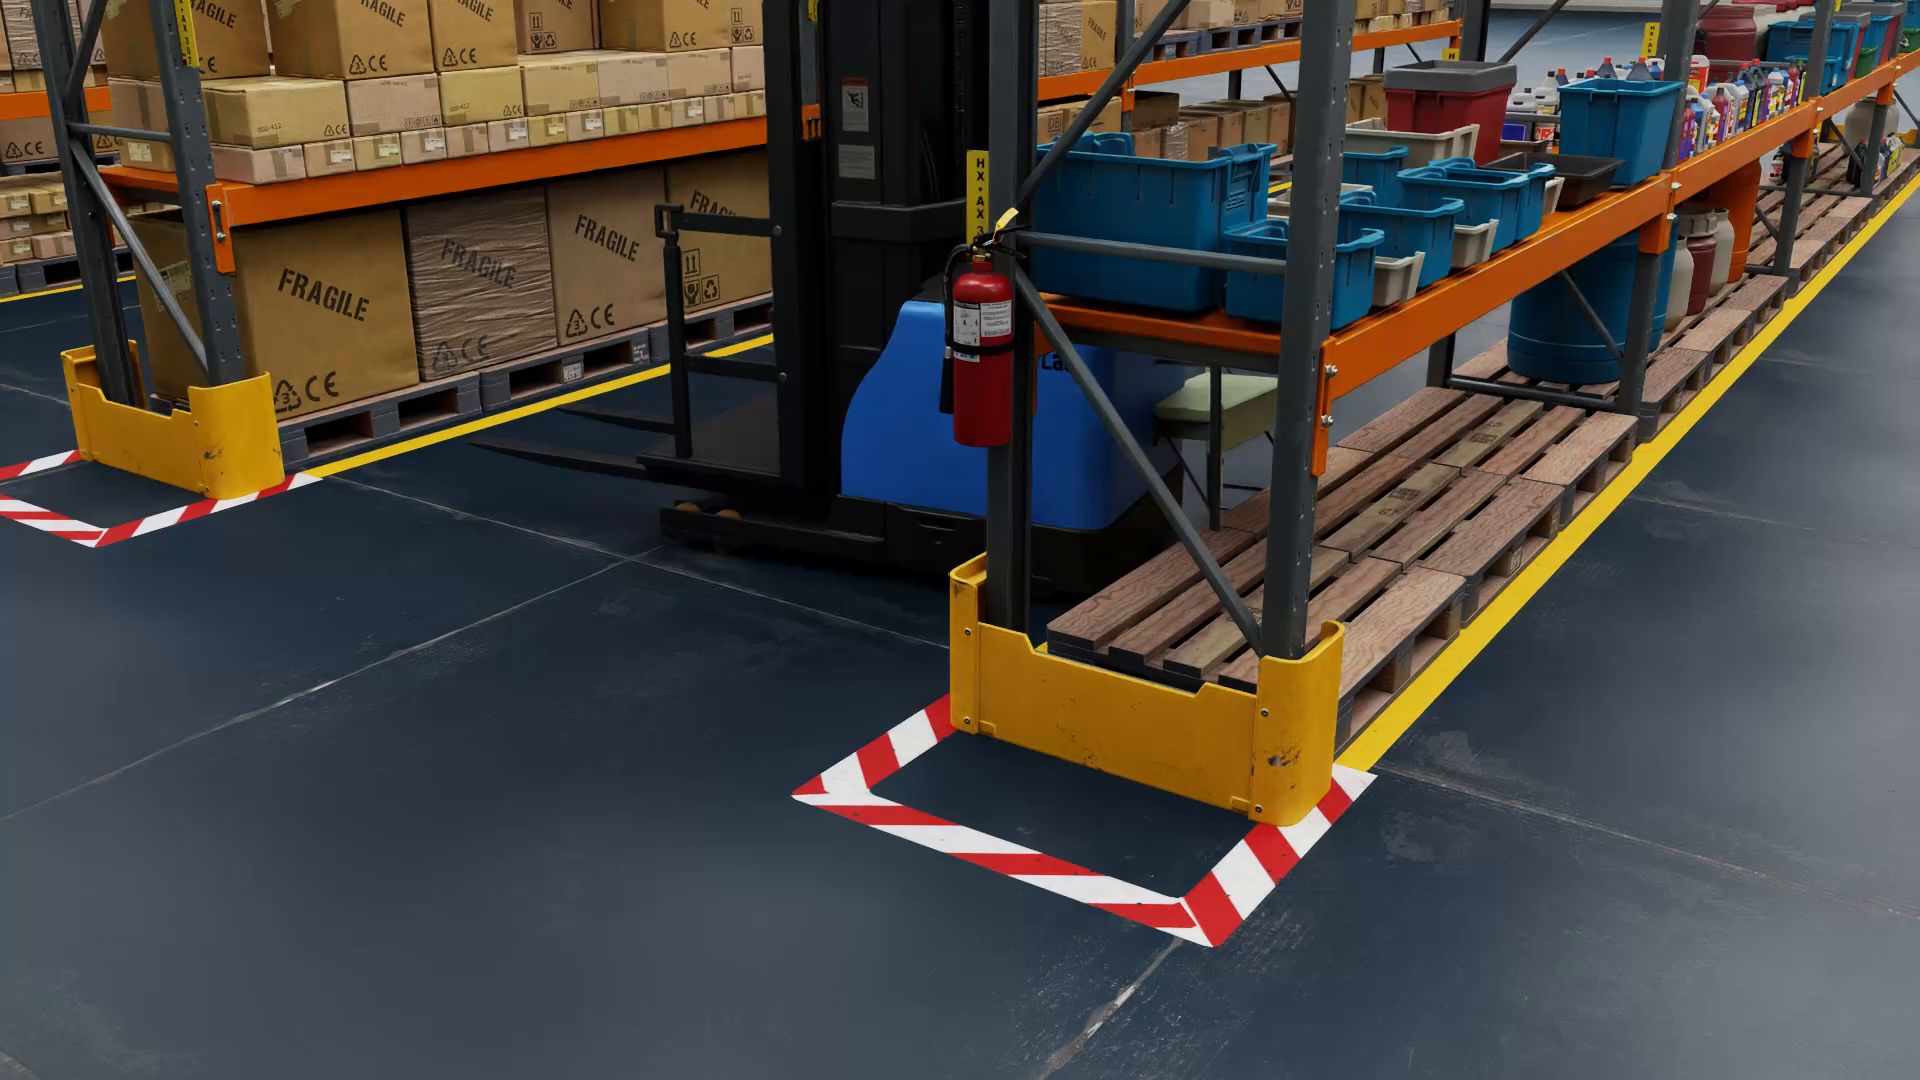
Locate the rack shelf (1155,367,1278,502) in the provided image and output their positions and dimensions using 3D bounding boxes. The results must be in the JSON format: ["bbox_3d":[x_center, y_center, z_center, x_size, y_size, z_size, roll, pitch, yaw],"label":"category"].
[{"bbox_3d":[1.002,-0.434,6.574,0.431,0.370,0.720,8,19,33],"label":"rack shelf"}]

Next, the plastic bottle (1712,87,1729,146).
[{"bbox_3d":[3.833,-2.144,8.406,0.061,0.283,0.133,13,24,32],"label":"plastic bottle"}]

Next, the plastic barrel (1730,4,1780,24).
[{"bbox_3d":[5.662,-3.580,11.958,0.421,0.512,0.421,0,20,0],"label":"plastic barrel"}]

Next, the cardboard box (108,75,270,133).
[{"bbox_3d":[-3.517,-2.000,7.636,0.500,0.250,0.500,13,24,31],"label":"cardboard box"}]

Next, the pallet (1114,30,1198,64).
[{"bbox_3d":[1.239,-4.171,13.994,1.213,0.211,1.003,13,24,32],"label":"pallet"}]

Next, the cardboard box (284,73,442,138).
[{"bbox_3d":[-2.790,-2.045,7.757,0.500,0.250,0.500,13,24,31],"label":"cardboard box"}]

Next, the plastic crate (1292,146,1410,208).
[{"bbox_3d":[1.468,-1.363,6.282,0.416,0.233,0.300,13,24,32],"label":"plastic crate"}]

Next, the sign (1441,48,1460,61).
[{"bbox_3d":[2.321,-2.160,7.881,0.100,0.325,0.005,13,24,32],"label":"sign"}]

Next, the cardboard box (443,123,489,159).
[{"bbox_3d":[-2.522,-1.955,8.089,0.380,0.149,0.250,13,24,31],"label":"cardboard box"}]

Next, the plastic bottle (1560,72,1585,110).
[{"bbox_3d":[3.140,-2.198,8.456,0.144,0.351,0.185,13,24,32],"label":"plastic bottle"}]

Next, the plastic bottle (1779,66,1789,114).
[{"bbox_3d":[4.829,-2.659,9.814,0.097,0.271,0.097,0,20,0],"label":"plastic bottle"}]

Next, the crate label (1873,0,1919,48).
[{"bbox_3d":[8.709,-4.801,15.369,0.502,0.435,0.616,13,24,32],"label":"crate label"}]

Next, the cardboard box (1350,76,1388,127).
[{"bbox_3d":[4.751,-5.002,18.961,0.500,0.500,0.500,-17,26,-38],"label":"cardboard box"}]

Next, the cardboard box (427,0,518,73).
[{"bbox_3d":[-2.510,-2.540,8.013,0.500,0.500,0.500,13,24,30],"label":"cardboard box"}]

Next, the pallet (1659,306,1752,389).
[{"bbox_3d":[3.928,-1.179,9.648,1.003,0.211,1.213,13,24,32],"label":"pallet"}]

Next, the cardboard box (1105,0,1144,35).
[{"bbox_3d":[1.197,-4.442,13.701,0.500,0.500,0.500,10,23,25],"label":"cardboard box"}]

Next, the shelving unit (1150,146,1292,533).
[{"bbox_3d":[0.990,-0.747,6.485,0.431,1.500,0.755,8,19,33],"label":"shelving unit"}]

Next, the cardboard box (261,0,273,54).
[{"bbox_3d":[-5.405,-3.877,12.349,0.500,0.500,0.500,13,24,32],"label":"cardboard box"}]

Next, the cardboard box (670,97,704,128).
[{"bbox_3d":[-1.656,-2.398,9.285,0.380,0.149,0.250,14,24,33],"label":"cardboard box"}]

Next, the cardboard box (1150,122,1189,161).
[{"bbox_3d":[1.588,-3.427,14.676,0.700,0.500,0.500,11,23,27],"label":"cardboard box"}]

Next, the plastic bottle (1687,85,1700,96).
[{"bbox_3d":[3.745,-2.218,8.616,0.152,0.276,0.135,13,24,32],"label":"plastic bottle"}]

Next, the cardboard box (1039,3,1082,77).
[{"bbox_3d":[0.569,-3.751,12.437,0.500,0.500,0.500,13,24,31],"label":"cardboard box"}]

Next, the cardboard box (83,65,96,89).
[{"bbox_3d":[-6.153,-3.176,11.390,0.380,0.149,0.250,14,24,33],"label":"cardboard box"}]

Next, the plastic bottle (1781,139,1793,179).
[{"bbox_3d":[7.395,-3.422,14.878,0.144,0.351,0.185,13,24,30],"label":"plastic bottle"}]

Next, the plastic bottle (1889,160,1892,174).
[{"bbox_3d":[8.353,-3.393,15.013,0.097,0.201,0.097,0,20,0],"label":"plastic bottle"}]

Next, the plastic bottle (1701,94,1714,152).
[{"bbox_3d":[3.643,-2.053,8.177,0.097,0.271,0.097,0,20,0],"label":"plastic bottle"}]

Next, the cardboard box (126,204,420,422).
[{"bbox_3d":[-3.277,-1.140,7.981,0.875,0.875,0.875,13,24,32],"label":"cardboard box"}]

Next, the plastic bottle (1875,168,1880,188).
[{"bbox_3d":[7.870,-3.146,14.347,0.097,0.201,0.097,0,20,0],"label":"plastic bottle"}]

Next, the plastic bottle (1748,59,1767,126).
[{"bbox_3d":[4.382,-2.482,9.222,0.144,0.351,0.185,13,24,32],"label":"plastic bottle"}]

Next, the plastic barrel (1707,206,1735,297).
[{"bbox_3d":[4.519,-1.777,10.225,0.421,0.512,0.421,0,20,0],"label":"plastic barrel"}]

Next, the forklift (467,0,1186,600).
[{"bbox_3d":[-0.649,-1.483,6.550,3.031,2.935,1.130,9,22,23],"label":"forklift"}]

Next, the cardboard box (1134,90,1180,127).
[{"bbox_3d":[1.568,-3.774,14.531,0.500,0.250,0.500,17,26,38],"label":"cardboard box"}]

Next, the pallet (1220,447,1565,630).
[{"bbox_3d":[1.708,-0.044,6.580,1.003,0.211,1.213,13,24,32],"label":"pallet"}]

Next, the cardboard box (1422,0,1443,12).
[{"bbox_3d":[4.910,-6.198,18.625,0.875,0.500,0.500,13,24,32],"label":"cardboard box"}]

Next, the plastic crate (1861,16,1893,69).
[{"bbox_3d":[6.909,-3.833,12.826,0.392,0.384,0.575,13,24,32],"label":"plastic crate"}]

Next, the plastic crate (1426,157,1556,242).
[{"bbox_3d":[1.846,-1.195,5.826,0.416,0.233,0.300,13,24,32],"label":"plastic crate"}]

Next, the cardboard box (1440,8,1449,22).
[{"bbox_3d":[5.434,-6.091,19.271,0.380,0.149,0.250,13,24,32],"label":"cardboard box"}]

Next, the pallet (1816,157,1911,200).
[{"bbox_3d":[8.369,-3.446,15.776,1.003,0.211,1.213,13,24,32],"label":"pallet"}]

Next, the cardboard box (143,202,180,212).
[{"bbox_3d":[-5.908,-2.441,12.116,0.380,0.149,0.250,14,24,33],"label":"cardboard box"}]

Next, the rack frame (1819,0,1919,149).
[{"bbox_3d":[9.520,-5.365,16.946,1.000,3.000,0.127,13,24,32],"label":"rack frame"}]

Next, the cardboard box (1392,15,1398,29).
[{"bbox_3d":[4.480,-5.582,17.894,0.380,0.149,0.250,13,24,32],"label":"cardboard box"}]

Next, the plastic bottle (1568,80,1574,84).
[{"bbox_3d":[3.218,-2.290,8.810,0.152,0.276,0.135,13,24,32],"label":"plastic bottle"}]

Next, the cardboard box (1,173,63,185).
[{"bbox_3d":[-6.632,-2.521,11.904,0.380,0.149,0.250,13,24,32],"label":"cardboard box"}]

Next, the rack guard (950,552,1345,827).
[{"bbox_3d":[0.523,0.407,4.943,1.175,0.500,0.348,13,24,32],"label":"rack guard"}]

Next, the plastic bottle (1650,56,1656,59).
[{"bbox_3d":[4.290,-2.869,10.364,0.061,0.283,0.133,13,24,32],"label":"plastic bottle"}]

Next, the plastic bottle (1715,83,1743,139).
[{"bbox_3d":[4.001,-2.255,8.715,0.152,0.276,0.135,13,24,32],"label":"plastic bottle"}]

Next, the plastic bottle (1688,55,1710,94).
[{"bbox_3d":[4.638,-2.921,10.516,0.152,0.276,0.135,13,24,32],"label":"plastic bottle"}]

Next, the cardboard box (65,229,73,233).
[{"bbox_3d":[-6.198,-2.131,11.706,0.380,0.149,0.250,13,24,32],"label":"cardboard box"}]

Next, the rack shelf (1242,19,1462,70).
[{"bbox_3d":[4.300,-5.420,18.130,1.077,0.370,4.000,13,24,32],"label":"rack shelf"}]

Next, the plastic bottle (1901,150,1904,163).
[{"bbox_3d":[8.850,-3.647,15.699,0.097,0.201,0.097,0,20,0],"label":"plastic bottle"}]
